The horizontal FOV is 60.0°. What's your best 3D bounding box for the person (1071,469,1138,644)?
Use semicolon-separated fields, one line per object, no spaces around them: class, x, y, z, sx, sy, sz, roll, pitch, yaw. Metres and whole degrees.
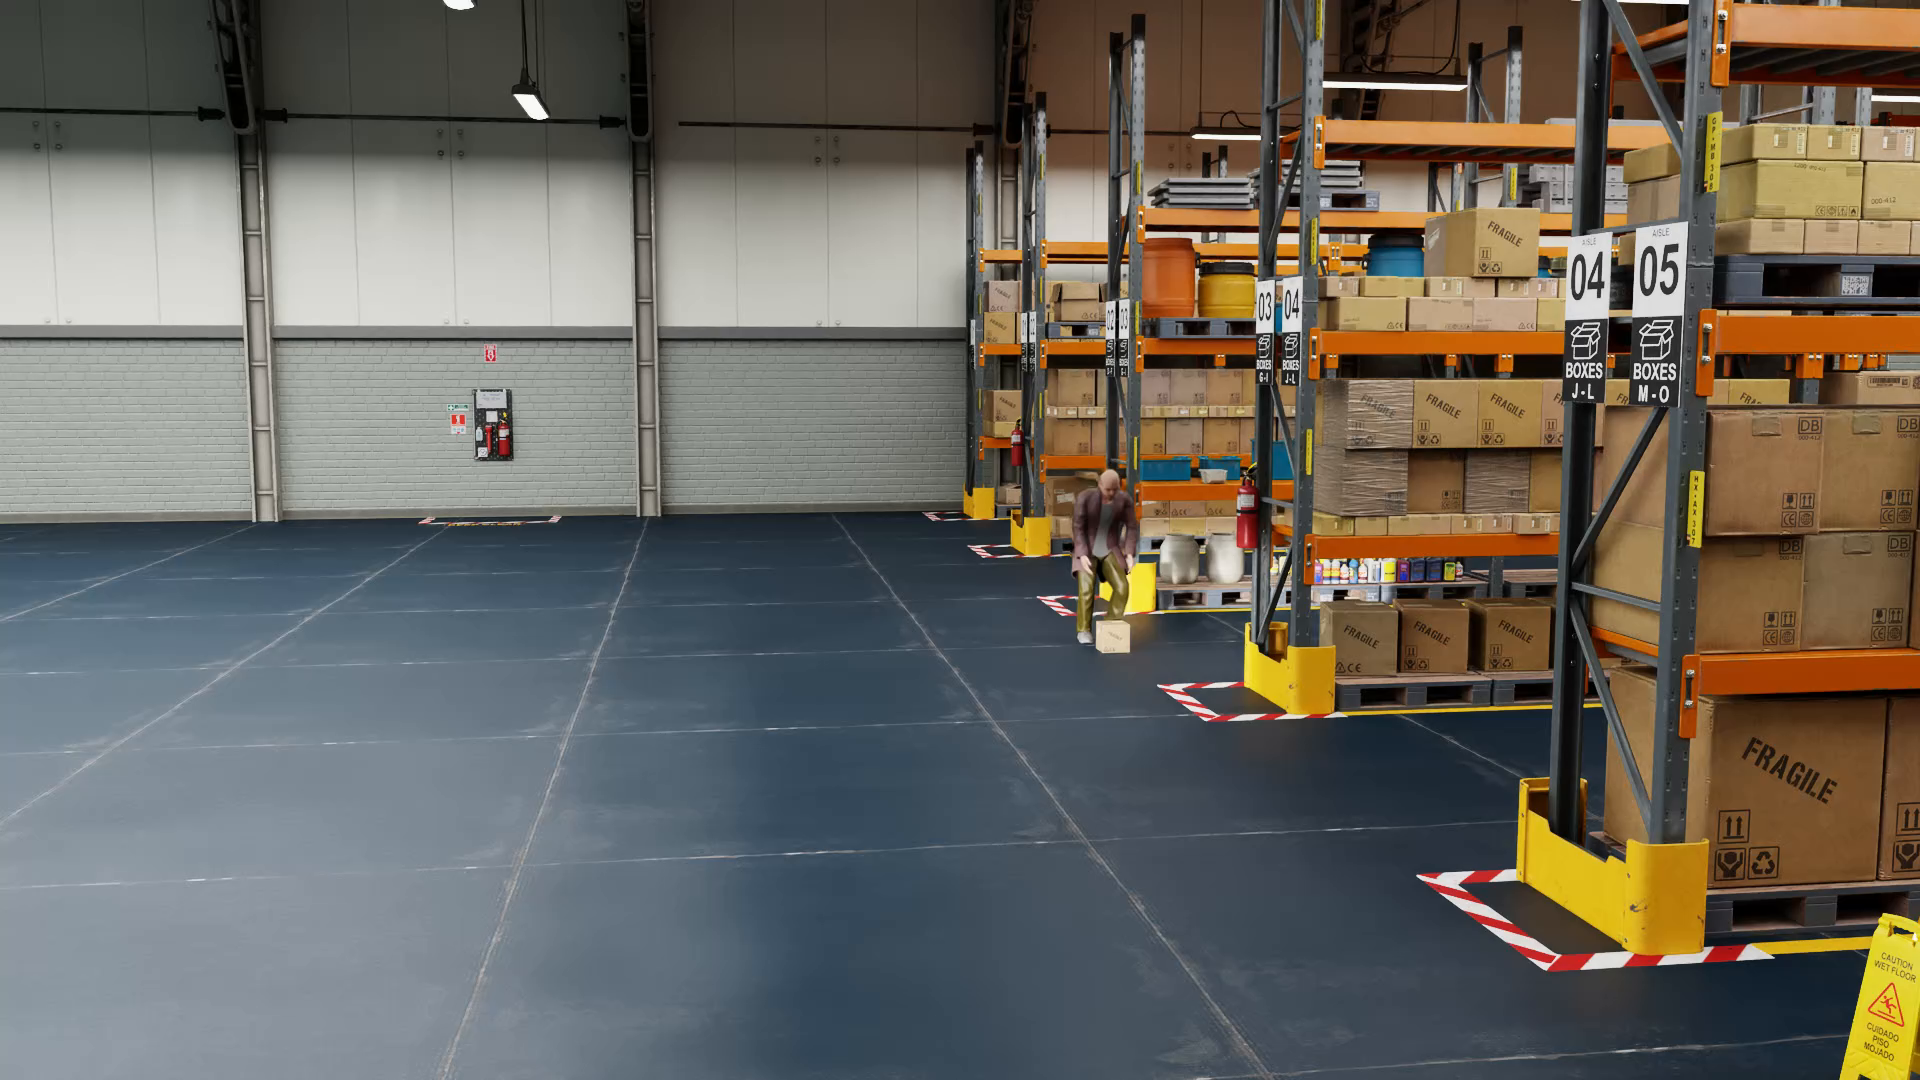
person;1.323;0.140;15.309;0.620;1.611;0.564;-1;6;-8
